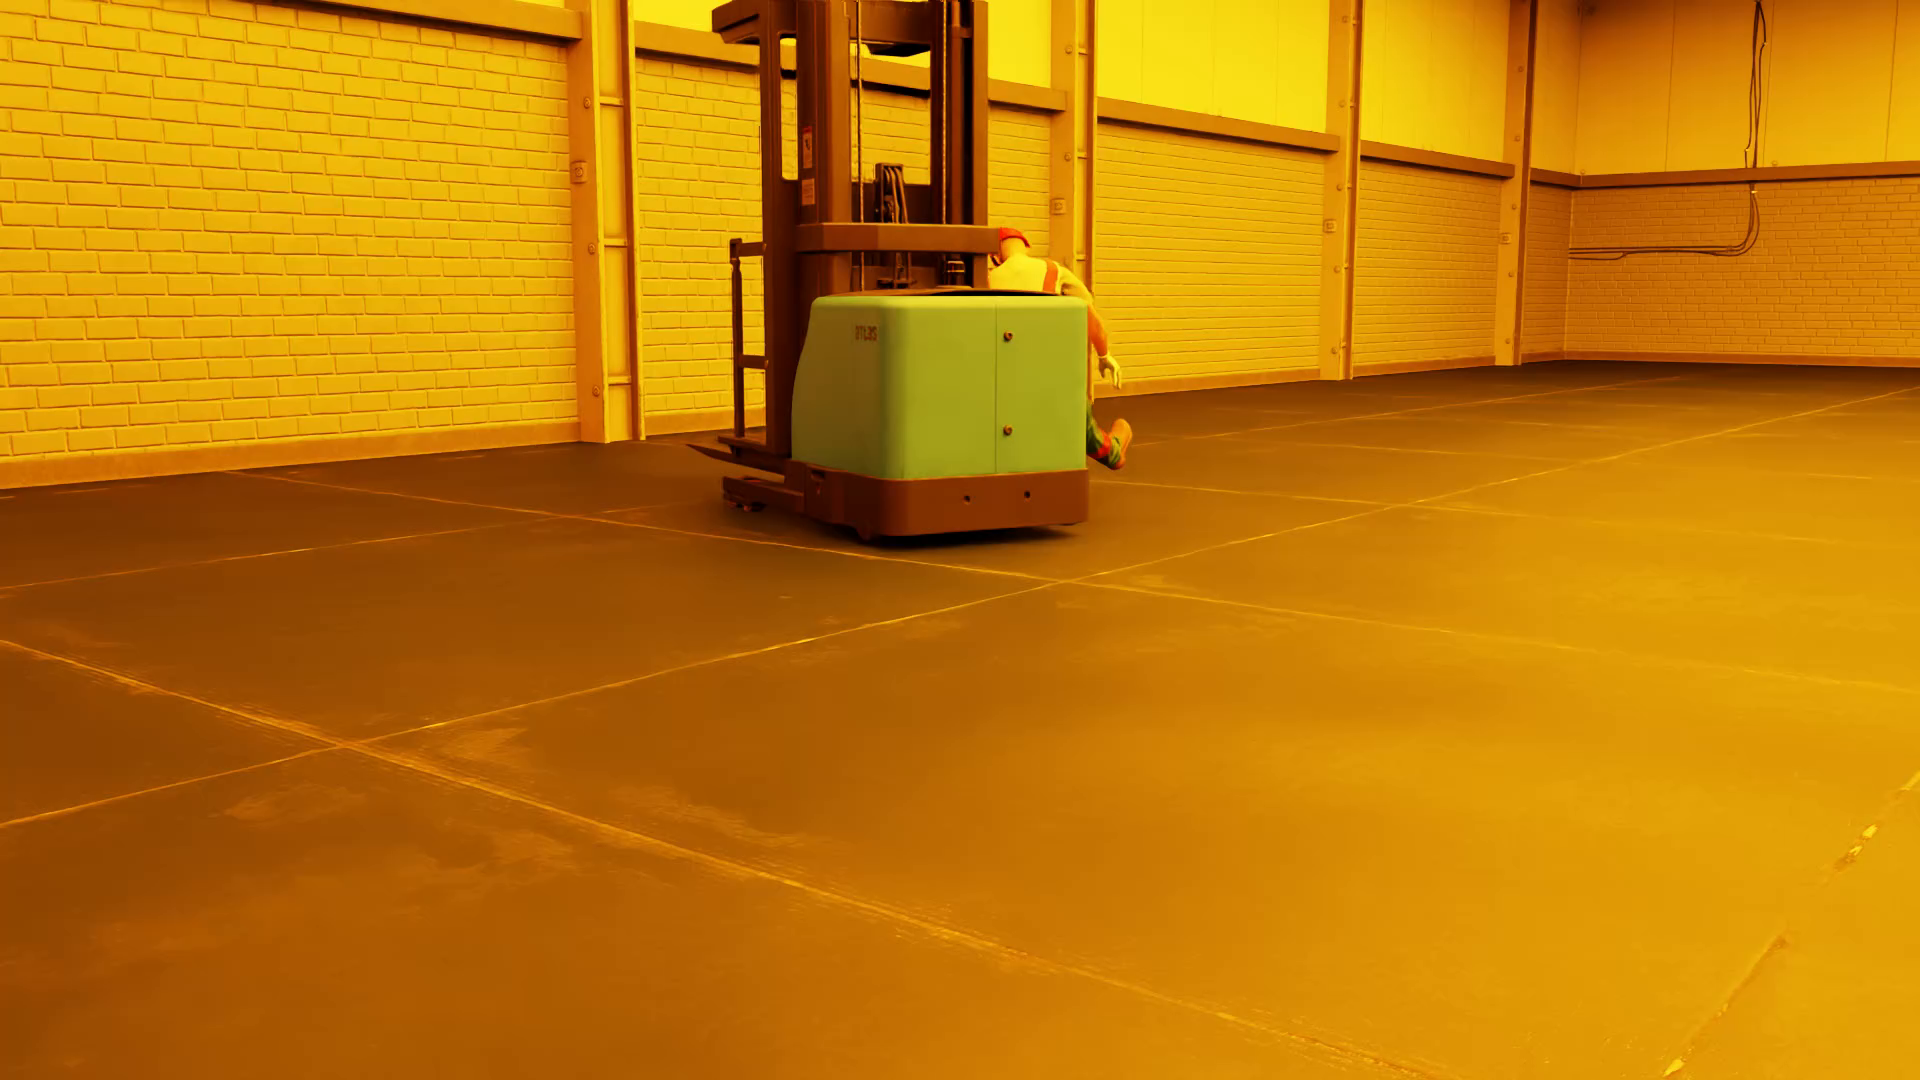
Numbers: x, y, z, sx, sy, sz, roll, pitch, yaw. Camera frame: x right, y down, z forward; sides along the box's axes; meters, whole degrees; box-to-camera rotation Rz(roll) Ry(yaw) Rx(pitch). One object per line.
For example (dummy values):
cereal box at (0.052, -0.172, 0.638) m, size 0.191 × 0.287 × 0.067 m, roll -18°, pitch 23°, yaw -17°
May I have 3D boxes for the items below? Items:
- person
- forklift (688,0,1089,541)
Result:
person at (0.317, -0.895, 8.569) m, size 1.032 × 1.407 × 1.191 m, roll 2°, pitch 9°, yaw 13°
forklift at (-0.565, -1.619, 8.345) m, size 1.130 × 2.935 × 3.031 m, roll -5°, pitch 9°, yaw -28°
